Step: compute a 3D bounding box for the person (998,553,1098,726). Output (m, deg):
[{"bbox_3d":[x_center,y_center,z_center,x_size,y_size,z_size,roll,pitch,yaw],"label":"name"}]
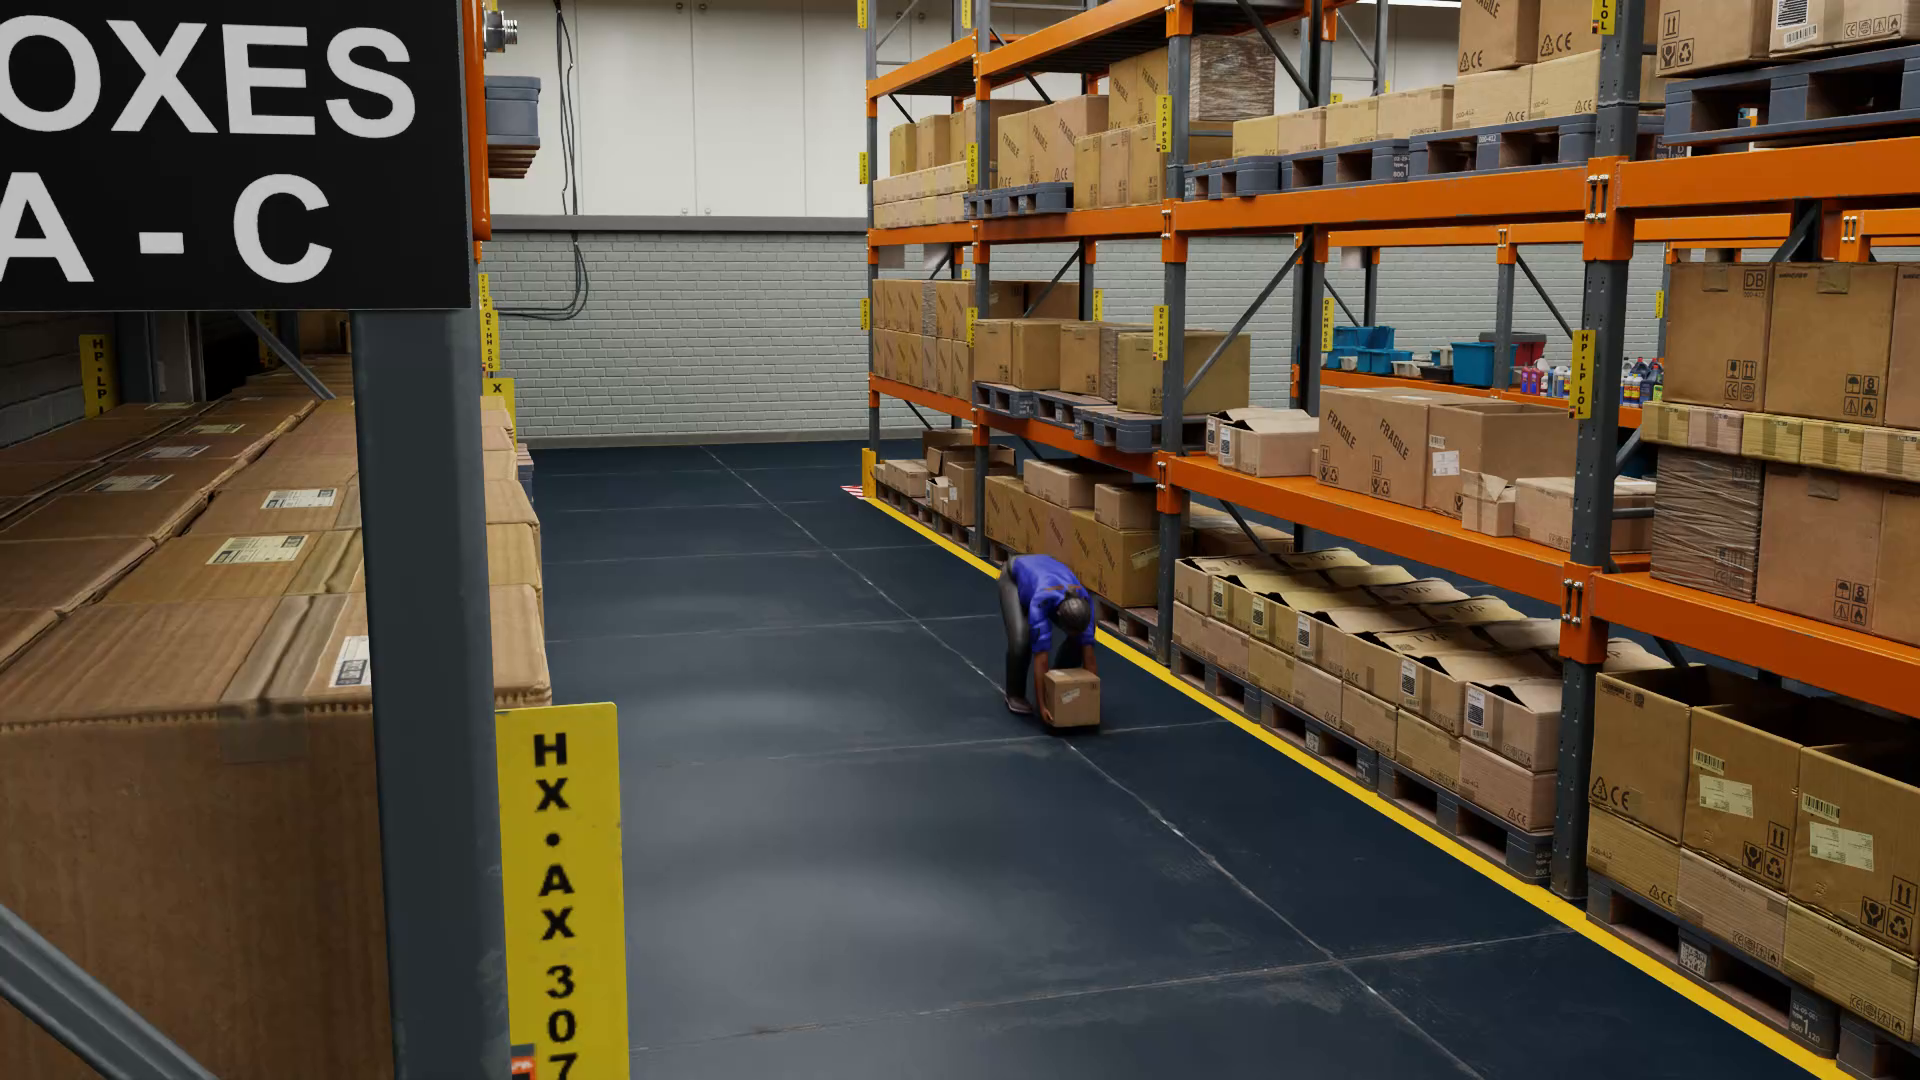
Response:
[{"bbox_3d":[0.501,0.539,9.072,0.465,0.864,0.866,-3,10,-19],"label":"person"}]
